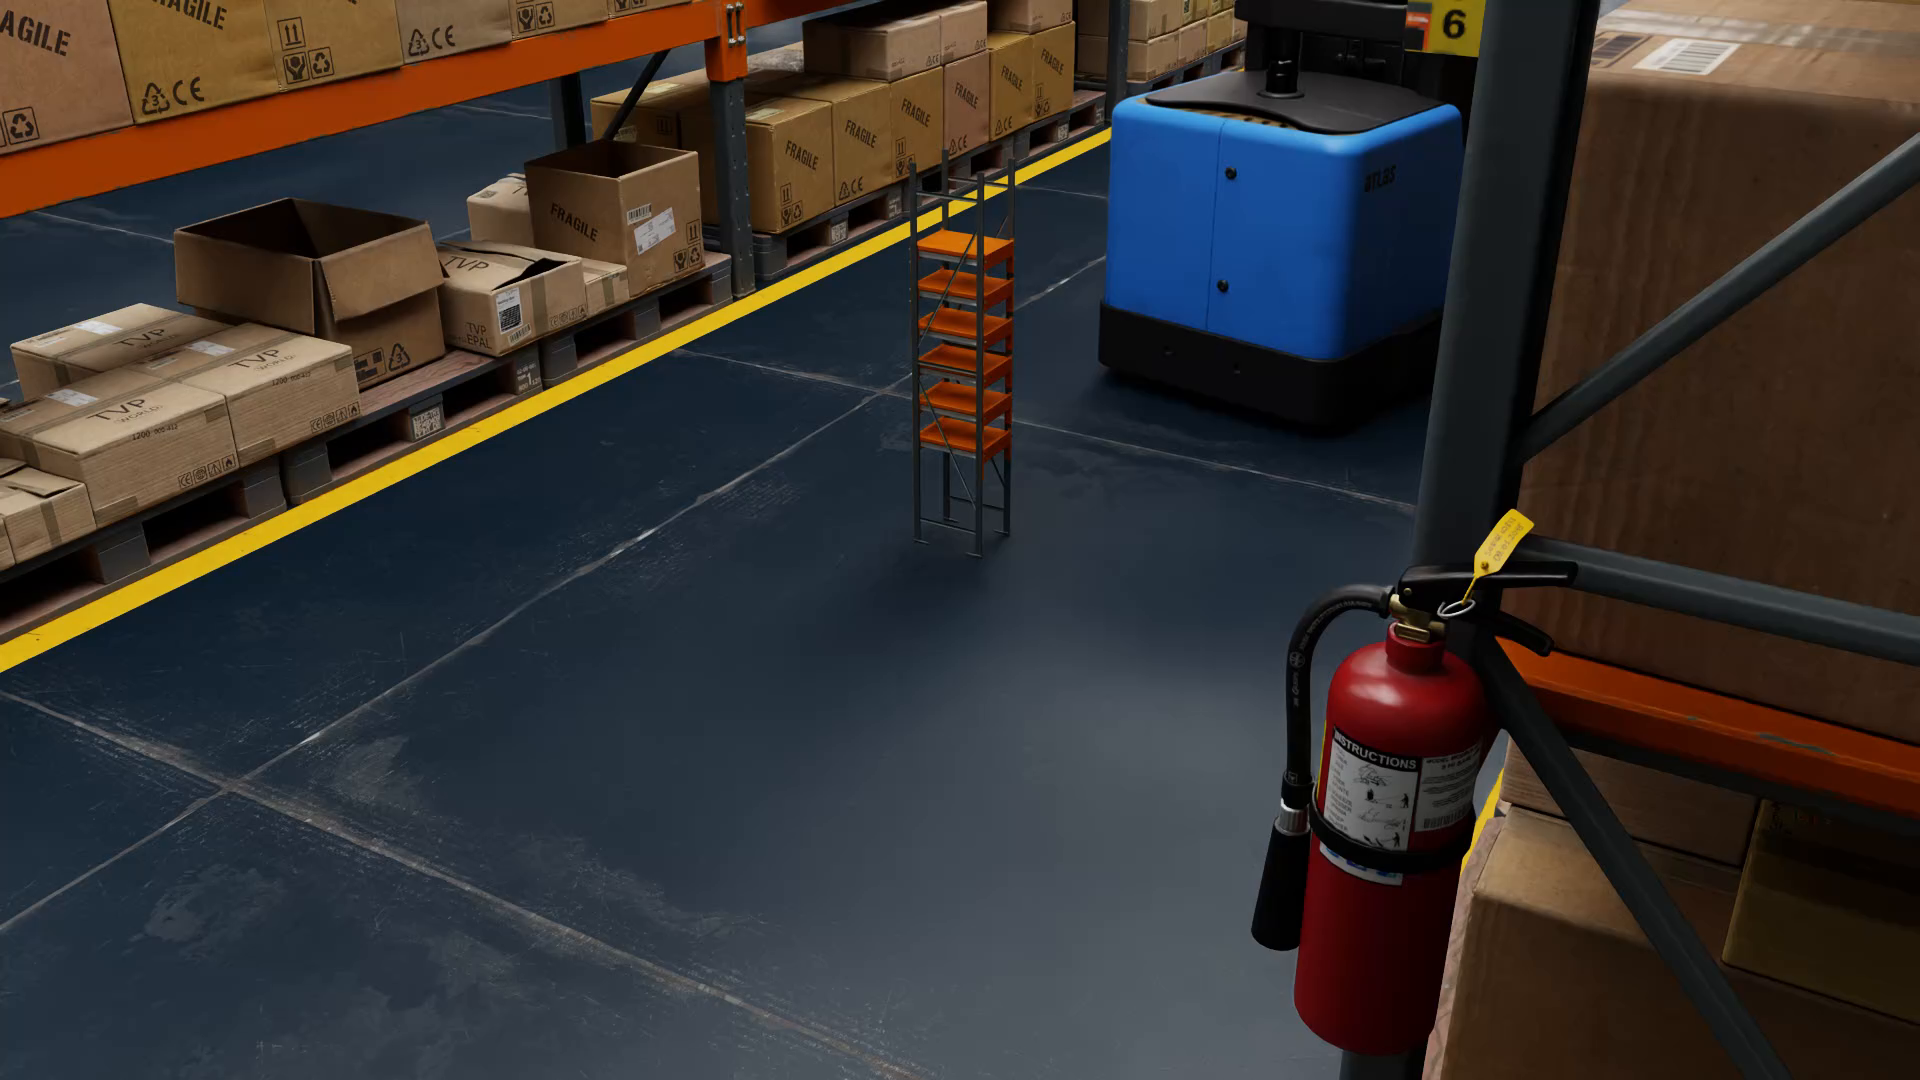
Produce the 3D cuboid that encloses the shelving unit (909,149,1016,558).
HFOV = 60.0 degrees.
[{"bbox_3d":[0.007,-0.542,4.993,0.258,1.200,0.189,14,30,26],"label":"shelving unit"}]

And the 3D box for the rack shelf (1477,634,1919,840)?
[{"bbox_3d":[1.949,-0.348,3.399,1.077,0.370,4.000,14,30,26],"label":"rack shelf"}]

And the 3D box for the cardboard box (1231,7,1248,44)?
[{"bbox_3d":[1.849,-3.795,12.083,0.500,0.250,0.500,15,30,27],"label":"cardboard box"}]

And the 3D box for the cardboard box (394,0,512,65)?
[{"bbox_3d":[-1.907,-1.930,5.644,0.500,0.500,0.500,15,30,27],"label":"cardboard box"}]

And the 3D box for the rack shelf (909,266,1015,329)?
[{"bbox_3d":[0.007,-0.717,4.905,0.258,0.103,0.180,14,30,26],"label":"rack shelf"}]

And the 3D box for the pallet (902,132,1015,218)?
[{"bbox_3d":[-0.415,-2.095,9.199,1.003,0.211,1.213,14,30,26],"label":"pallet"}]

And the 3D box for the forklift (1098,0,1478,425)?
[{"bbox_3d":[1.885,-2.301,6.571,1.130,2.935,3.031,21,34,36],"label":"forklift"}]

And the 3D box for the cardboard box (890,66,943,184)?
[{"bbox_3d":[-0.426,-2.156,8.507,0.500,0.500,0.500,15,30,27],"label":"cardboard box"}]

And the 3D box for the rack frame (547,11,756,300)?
[{"bbox_3d":[-1.381,-2.539,6.971,1.000,3.000,0.127,14,30,26],"label":"rack frame"}]

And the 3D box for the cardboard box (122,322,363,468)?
[{"bbox_3d":[-2.343,-0.486,5.451,0.500,0.250,0.500,14,30,26],"label":"cardboard box"}]

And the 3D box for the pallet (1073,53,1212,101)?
[{"bbox_3d":[1.025,-3.163,11.333,1.003,0.211,1.213,14,30,26],"label":"pallet"}]

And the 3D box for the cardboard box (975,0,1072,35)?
[{"bbox_3d":[0.307,-3.073,9.501,0.500,0.250,0.500,15,30,28],"label":"cardboard box"}]

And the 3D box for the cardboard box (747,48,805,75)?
[{"bbox_3d":[-0.891,-2.260,8.714,0.500,0.500,0.500,15,30,27],"label":"cardboard box"}]

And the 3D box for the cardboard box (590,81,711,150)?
[{"bbox_3d":[-1.388,-1.873,7.942,0.500,0.500,0.500,14,30,26],"label":"cardboard box"}]

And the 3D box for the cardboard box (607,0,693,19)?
[{"bbox_3d":[-1.404,-2.332,6.447,0.500,0.500,0.500,15,30,27],"label":"cardboard box"}]

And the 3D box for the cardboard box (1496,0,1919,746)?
[{"bbox_3d":[1.208,-0.226,2.015,0.980,0.700,0.700,16,31,28],"label":"cardboard box"}]

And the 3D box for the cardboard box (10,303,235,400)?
[{"bbox_3d":[-2.803,-0.577,5.632,0.500,0.250,0.500,14,30,26],"label":"cardboard box"}]

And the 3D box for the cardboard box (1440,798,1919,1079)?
[{"bbox_3d":[1.223,0.744,2.735,0.700,0.500,0.500,14,30,26],"label":"cardboard box"}]

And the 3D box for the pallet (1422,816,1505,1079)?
[{"bbox_3d":[1.291,1.027,2.962,1.003,0.211,1.213,14,30,26],"label":"pallet"}]

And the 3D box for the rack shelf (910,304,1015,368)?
[{"bbox_3d":[0.007,-0.610,4.959,0.258,0.103,0.180,14,30,26],"label":"rack shelf"}]

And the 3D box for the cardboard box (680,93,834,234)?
[{"bbox_3d":[-0.931,-1.753,7.702,0.500,0.500,0.500,13,29,24],"label":"cardboard box"}]

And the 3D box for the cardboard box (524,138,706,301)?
[{"bbox_3d":[-1.415,-1.333,6.864,0.500,0.500,0.500,14,30,26],"label":"cardboard box"}]

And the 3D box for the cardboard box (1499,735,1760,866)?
[{"bbox_3d":[1.127,0.364,2.770,0.380,0.149,0.250,14,30,26],"label":"cardboard box"}]

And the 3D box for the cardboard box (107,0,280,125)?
[{"bbox_3d":[-2.403,-1.537,4.858,0.500,0.500,0.500,14,30,26],"label":"cardboard box"}]

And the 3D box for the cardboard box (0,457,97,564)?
[{"bbox_3d":[-2.721,-0.095,4.762,0.380,0.166,0.250,14,30,26],"label":"cardboard box"}]

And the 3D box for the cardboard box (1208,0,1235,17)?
[{"bbox_3d":[1.604,-3.851,11.568,0.500,0.311,0.500,13,30,25],"label":"cardboard box"}]

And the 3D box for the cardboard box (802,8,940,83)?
[{"bbox_3d":[-0.439,-2.478,8.312,0.500,0.250,0.500,14,30,26],"label":"cardboard box"}]

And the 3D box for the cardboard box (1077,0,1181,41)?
[{"bbox_3d":[1.100,-3.446,10.760,0.500,0.311,0.500,15,30,28],"label":"cardboard box"}]

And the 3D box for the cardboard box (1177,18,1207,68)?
[{"bbox_3d":[1.346,-3.392,11.277,0.500,0.250,0.500,13,30,25],"label":"cardboard box"}]

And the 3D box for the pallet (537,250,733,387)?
[{"bbox_3d":[-1.720,-1.025,7.061,1.003,0.211,1.213,14,30,26],"label":"pallet"}]

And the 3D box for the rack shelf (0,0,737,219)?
[{"bbox_3d":[-2.365,-1.438,5.575,1.077,0.370,4.000,14,30,26],"label":"rack shelf"}]

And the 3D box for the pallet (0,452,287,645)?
[{"bbox_3d":[-2.920,-0.074,5.161,1.003,0.211,1.213,14,30,26],"label":"pallet"}]

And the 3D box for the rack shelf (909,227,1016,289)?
[{"bbox_3d":[0.007,-0.824,4.851,0.258,0.103,0.180,14,30,26],"label":"rack shelf"}]

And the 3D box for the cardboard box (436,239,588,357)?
[{"bbox_3d":[-1.784,-0.957,6.322,0.500,0.311,0.500,14,30,26],"label":"cardboard box"}]

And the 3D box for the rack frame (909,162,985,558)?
[{"bbox_3d":[-0.038,-0.507,4.921,0.240,1.200,0.006,14,30,26],"label":"rack frame"}]

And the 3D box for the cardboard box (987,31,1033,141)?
[{"bbox_3d":[0.076,-2.559,9.312,0.500,0.500,0.500,13,29,24],"label":"cardboard box"}]
